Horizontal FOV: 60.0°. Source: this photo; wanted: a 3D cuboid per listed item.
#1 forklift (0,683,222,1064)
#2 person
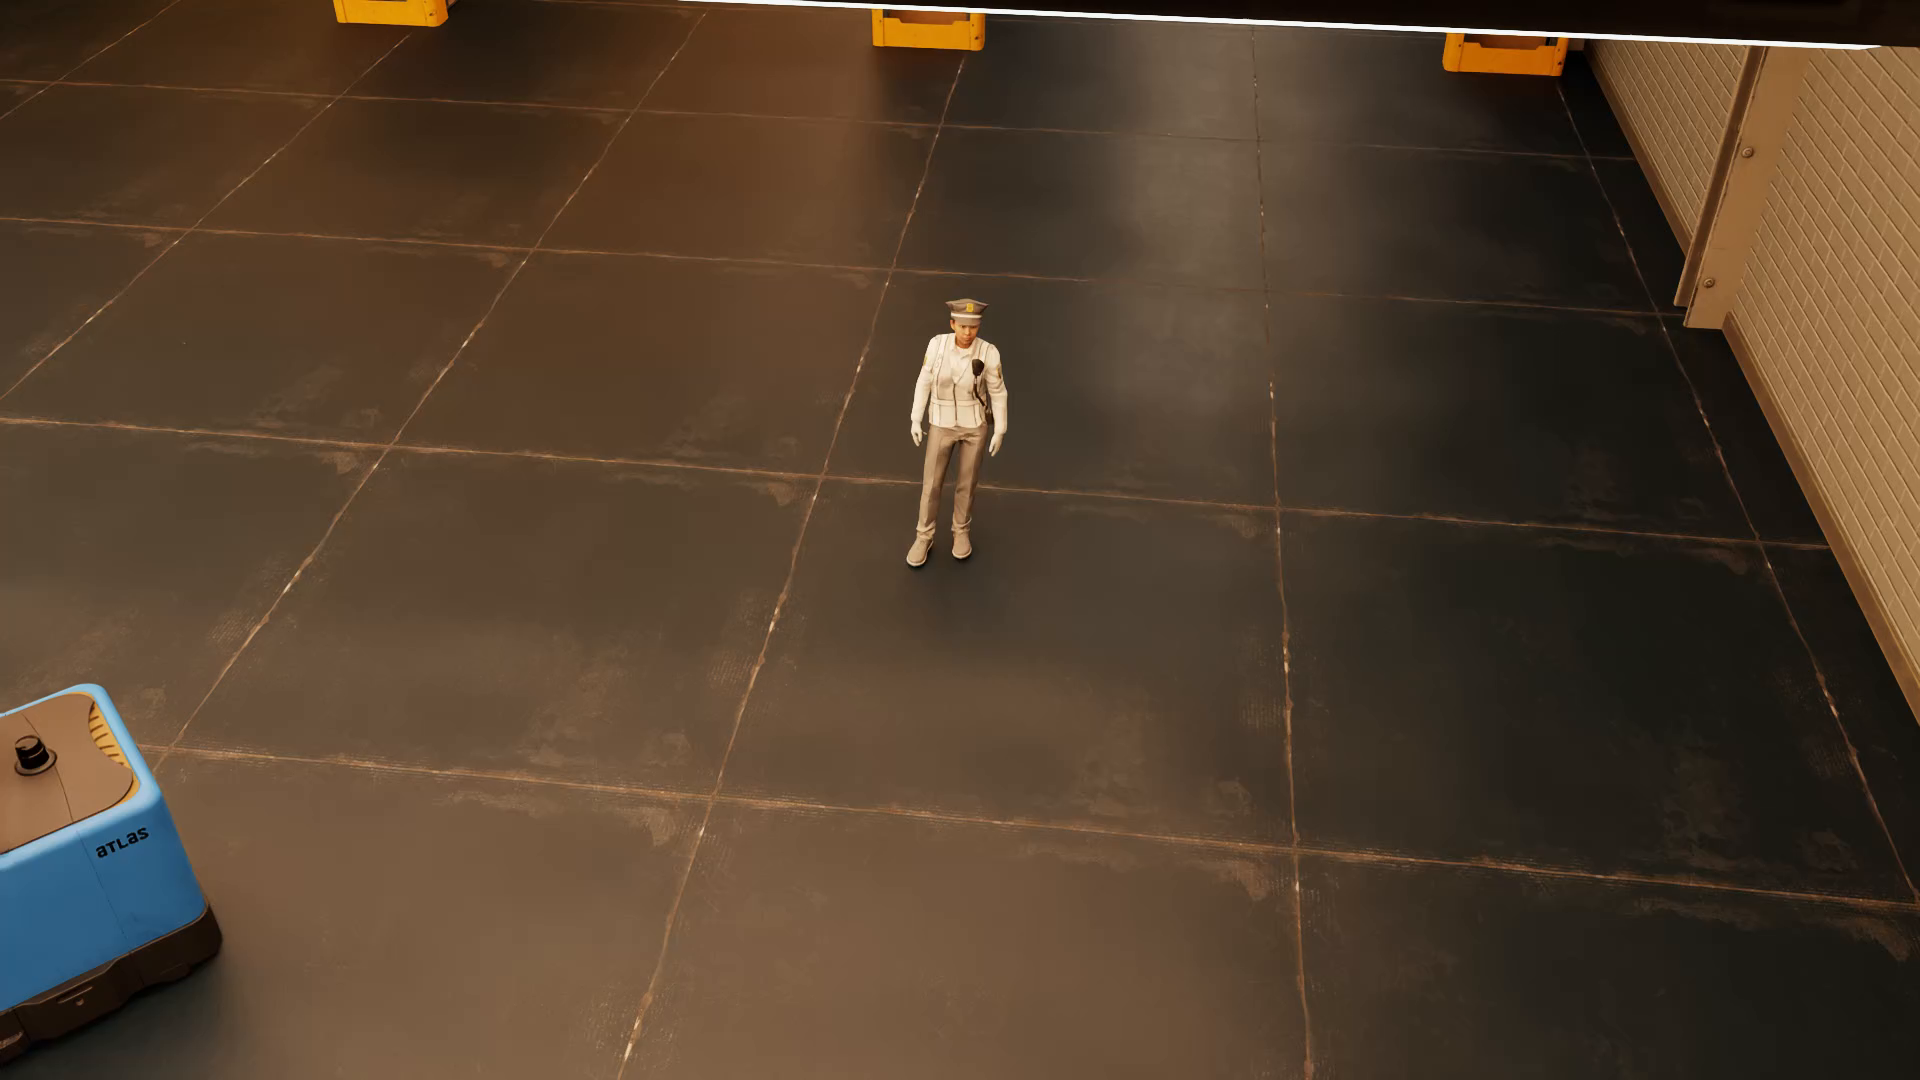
[{"bbox_3d":[-4.941,1.096,6.543,3.031,2.935,1.130,-25,43,-30],"label":"forklift"},{"bbox_3d":[-0.016,-0.648,9.939,0.586,1.694,0.530,4,37,6],"label":"person"}]
